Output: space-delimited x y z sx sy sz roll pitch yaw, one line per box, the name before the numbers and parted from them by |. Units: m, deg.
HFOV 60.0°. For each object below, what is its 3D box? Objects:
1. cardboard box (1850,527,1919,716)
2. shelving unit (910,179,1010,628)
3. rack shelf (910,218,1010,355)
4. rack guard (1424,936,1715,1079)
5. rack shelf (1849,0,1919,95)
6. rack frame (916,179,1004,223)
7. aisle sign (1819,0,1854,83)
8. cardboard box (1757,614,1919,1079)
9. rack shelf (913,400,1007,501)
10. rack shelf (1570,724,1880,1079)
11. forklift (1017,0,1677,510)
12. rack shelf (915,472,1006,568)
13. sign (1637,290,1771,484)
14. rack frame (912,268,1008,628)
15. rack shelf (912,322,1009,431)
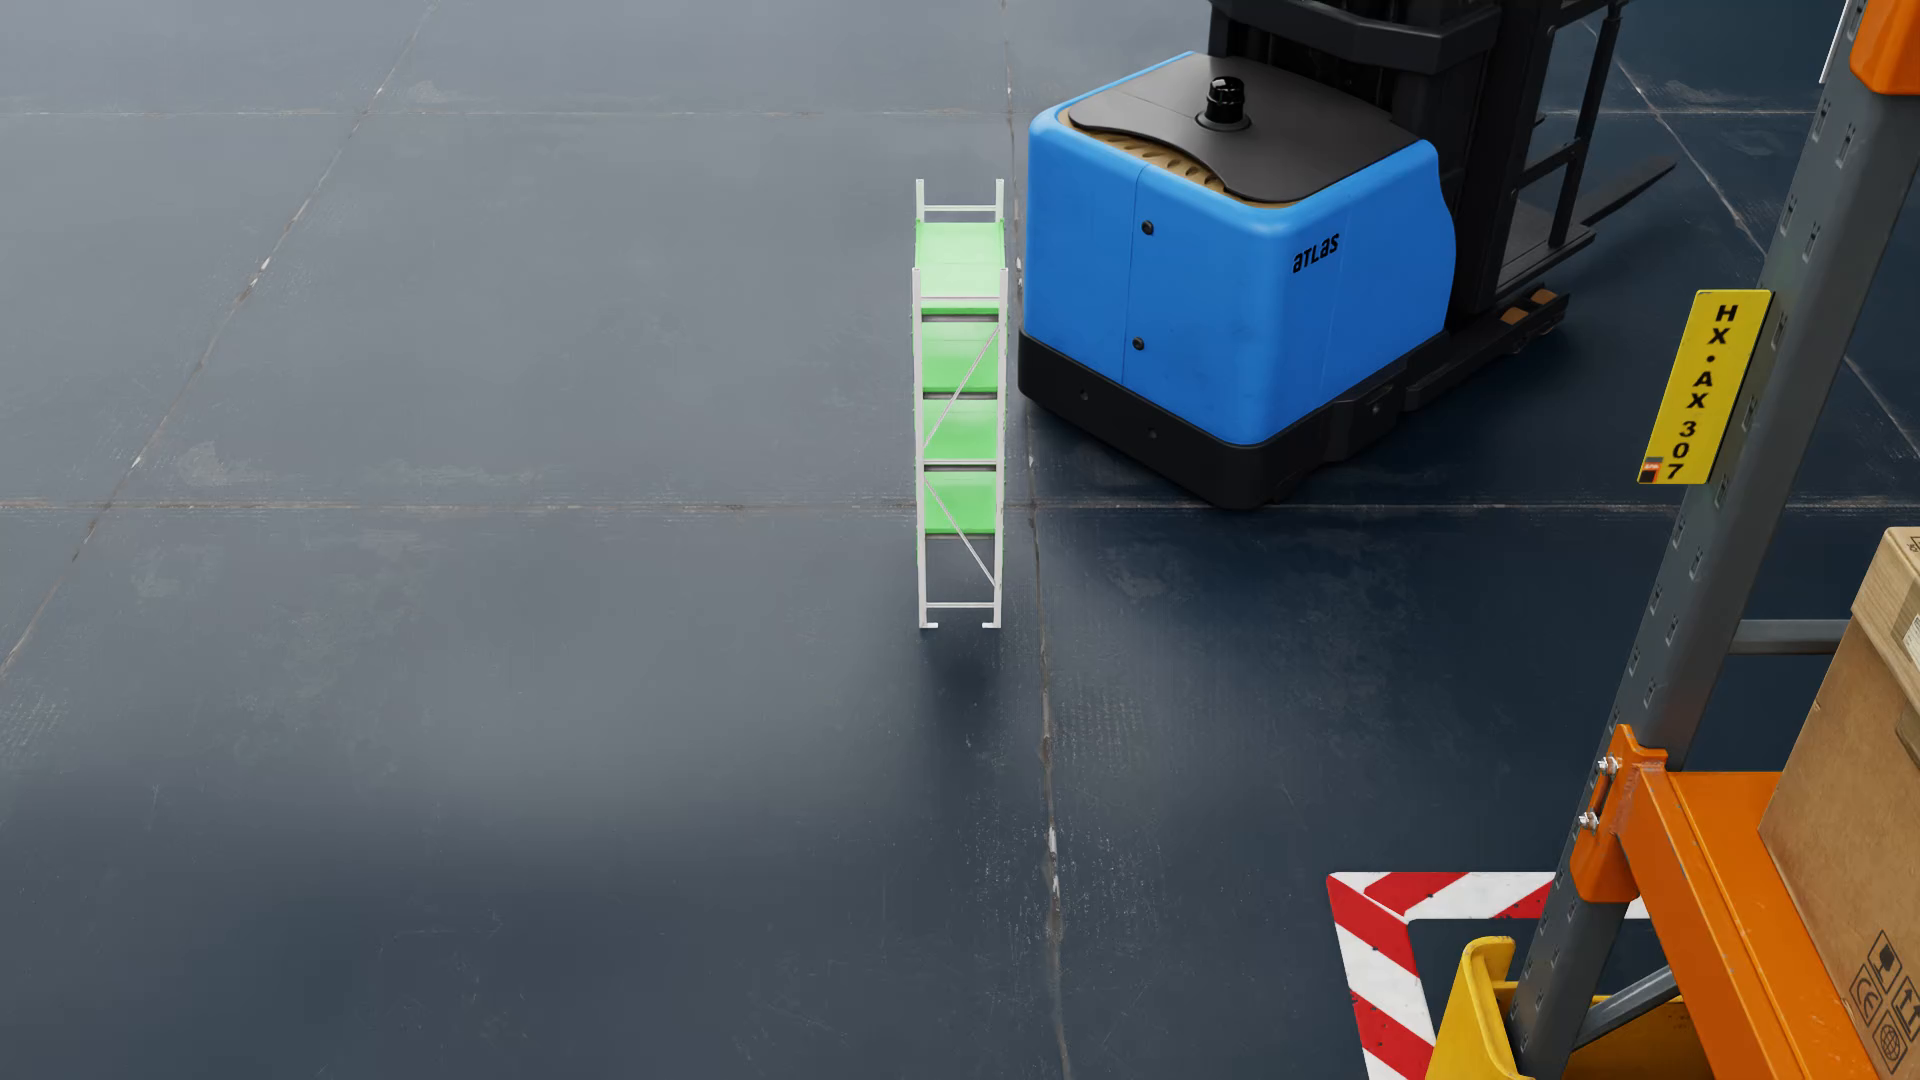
cardboard box | 1.392 0.114 2.111 0.380 0.149 0.250 0 39 0
shelving unit | 0.000 -0.365 4.746 0.258 1.200 0.503 0 39 0
rack shelf | 0.000 -0.689 4.485 0.258 0.148 0.480 0 39 0
rack guard | 1.607 1.121 3.451 1.175 0.500 0.348 0 39 0
rack shelf | 1.609 0.521 0.377 1.077 0.370 4.000 0 39 0
rack frame | 0.000 -0.517 4.936 0.240 1.200 0.015 0 39 0
aisle sign | 1.301 -0.895 1.889 0.394 0.787 0.004 0 39 0
cardboard box | 1.595 0.413 2.255 0.700 0.500 0.500 0 39 0
rack shelf | 0.000 -0.315 4.786 0.258 0.148 0.480 0 39 0
rack shelf | 1.609 1.692 1.315 1.077 0.370 4.000 0 39 0
forklift | 1.621 -2.040 5.452 3.031 2.935 1.130 -30 48 -32
rack shelf | 0.000 -0.128 4.936 0.258 0.148 0.480 0 39 0
sign | 1.052 -0.212 2.360 0.100 0.325 0.005 0 39 0
rack frame | 0.000 -0.212 4.555 0.240 1.200 0.015 0 39 0
rack shelf | 0.000 -0.502 4.635 0.258 0.148 0.480 0 39 0
